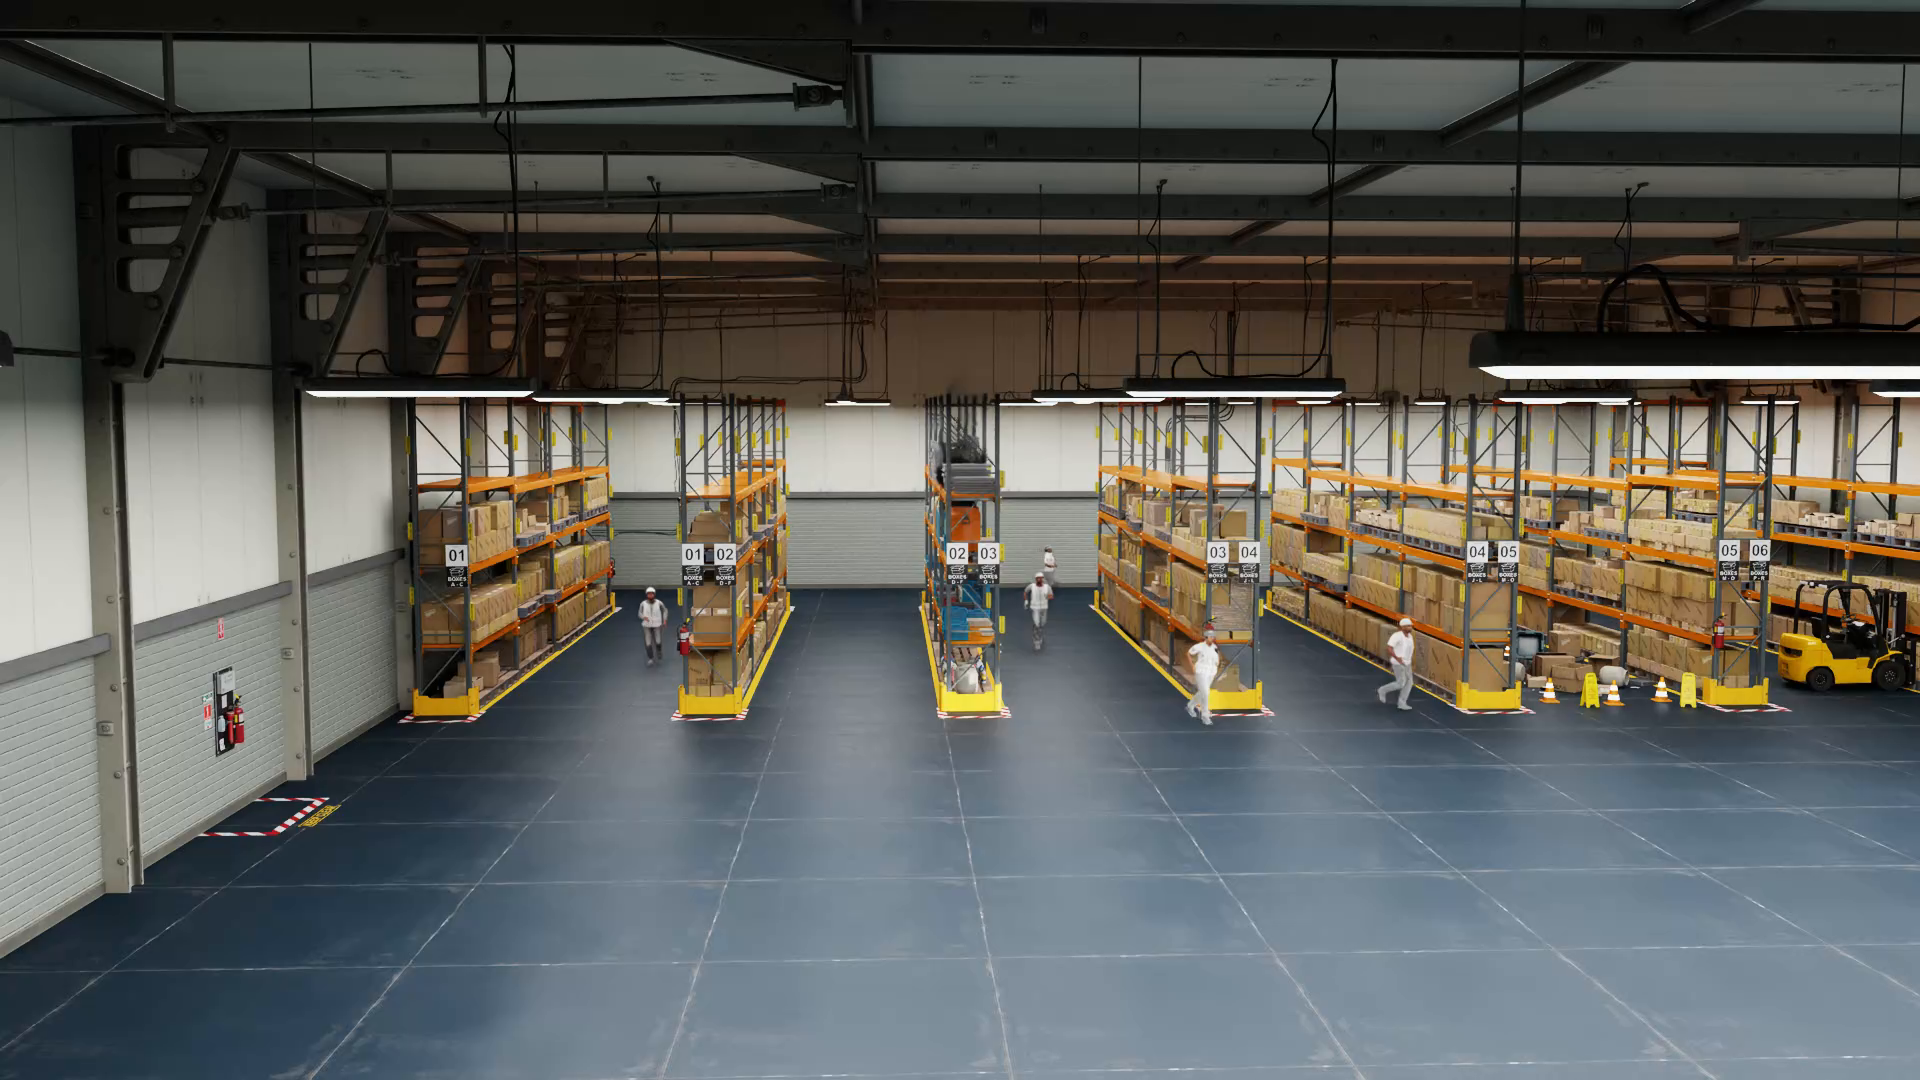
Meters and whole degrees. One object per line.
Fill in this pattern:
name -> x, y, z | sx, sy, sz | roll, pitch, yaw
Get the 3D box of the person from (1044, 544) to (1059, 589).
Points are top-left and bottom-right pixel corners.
person -> 2.751, 0.939, 50.011 | 0.554, 1.656, 0.565 | 1, 5, 17

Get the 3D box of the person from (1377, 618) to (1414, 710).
person -> 8.396, 2.349, 31.839 | 0.711, 1.735, 0.728 | 4, 6, 41

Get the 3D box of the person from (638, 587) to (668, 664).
person -> -6.871, 1.931, 37.203 | 0.669, 1.736, 0.591 | -1, 5, -10

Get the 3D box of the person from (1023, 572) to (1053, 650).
person -> 1.888, 1.687, 39.767 | 0.670, 1.845, 0.804 | -1, 5, -13

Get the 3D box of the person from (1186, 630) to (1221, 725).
person -> 4.503, 2.502, 30.552 | 0.615, 1.702, 0.835 | -3, 5, -34
